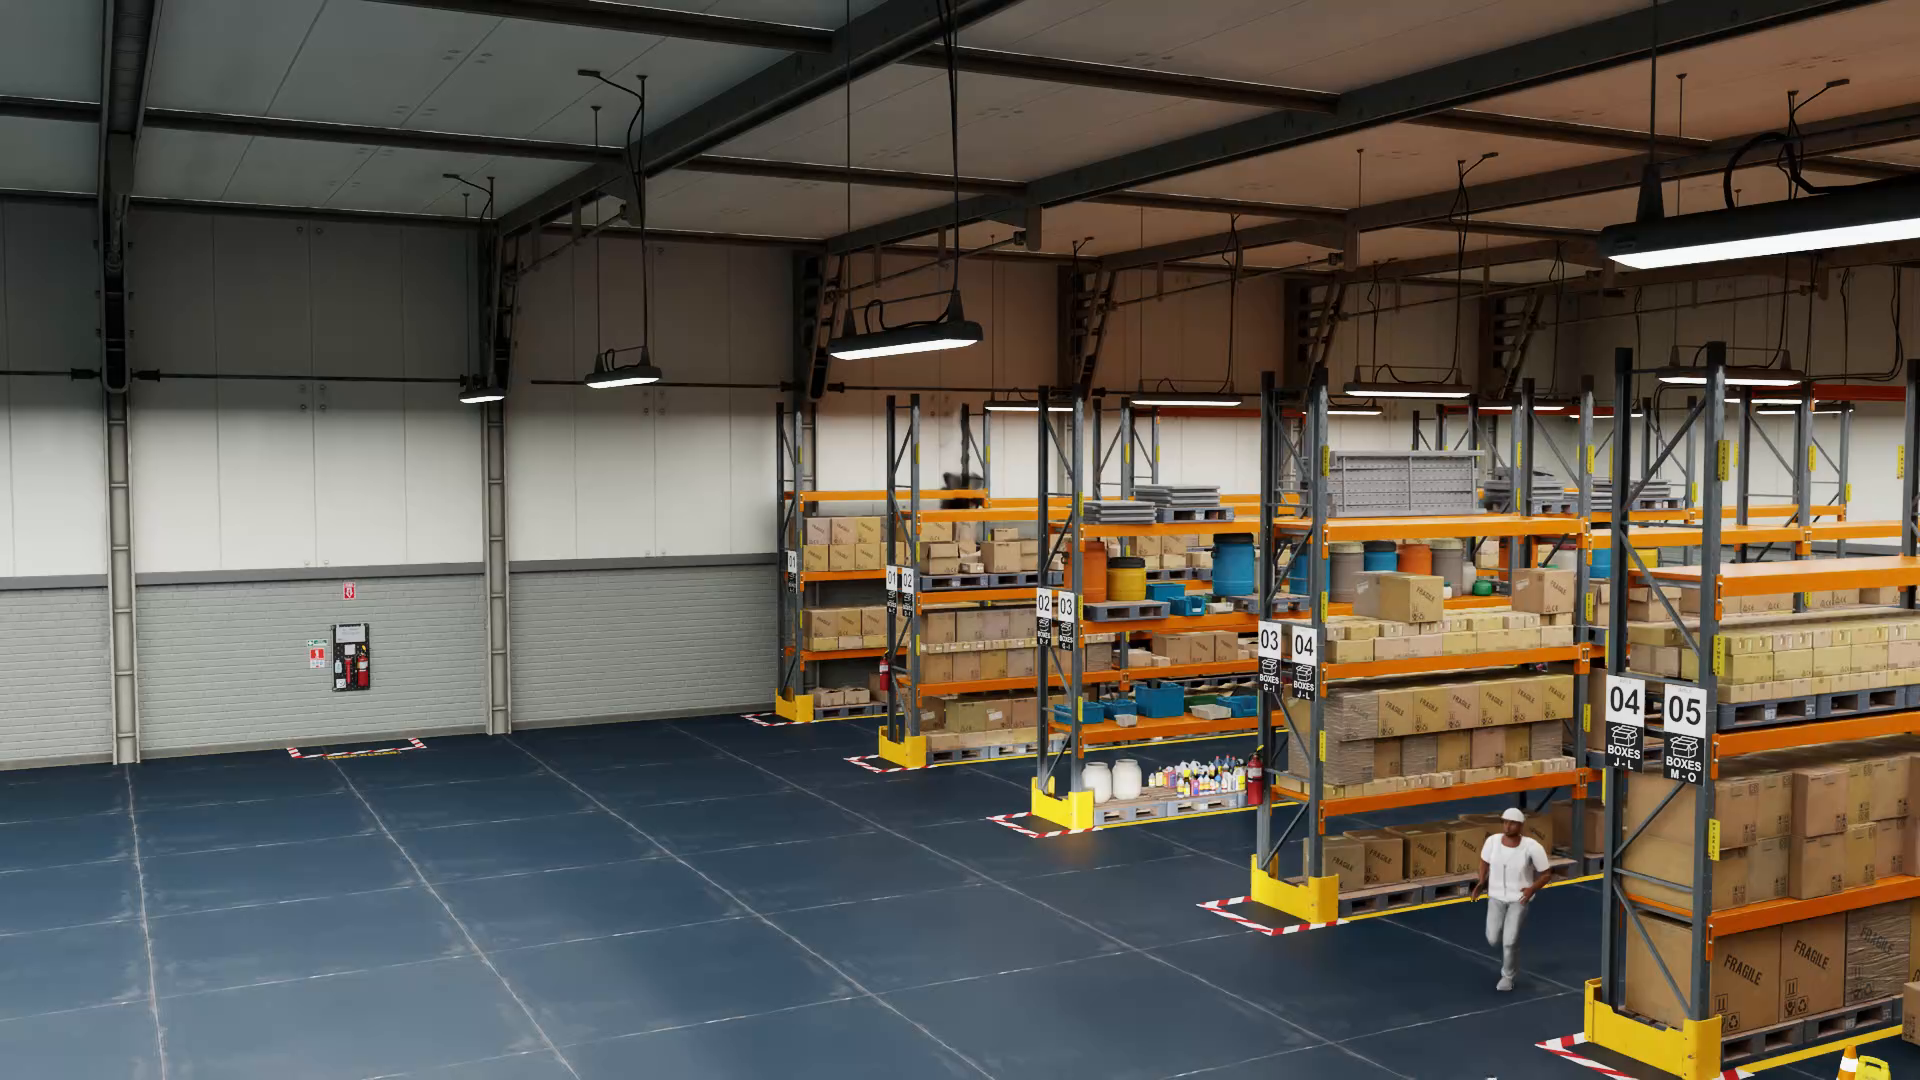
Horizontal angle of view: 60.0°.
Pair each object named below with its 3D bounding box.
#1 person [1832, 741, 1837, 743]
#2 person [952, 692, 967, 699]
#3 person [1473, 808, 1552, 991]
[{"bbox_3d":[10.530,3.206,20.112,0.618,1.662,0.607,-2,4,-25],"label":"person"},{"bbox_3d":[0.087,2.403,29.678,0.682,1.624,0.598,-2,4,-35],"label":"person"},{"bbox_3d":[5.286,3.411,15.914,0.705,1.722,0.585,3,4,38],"label":"person"}]
